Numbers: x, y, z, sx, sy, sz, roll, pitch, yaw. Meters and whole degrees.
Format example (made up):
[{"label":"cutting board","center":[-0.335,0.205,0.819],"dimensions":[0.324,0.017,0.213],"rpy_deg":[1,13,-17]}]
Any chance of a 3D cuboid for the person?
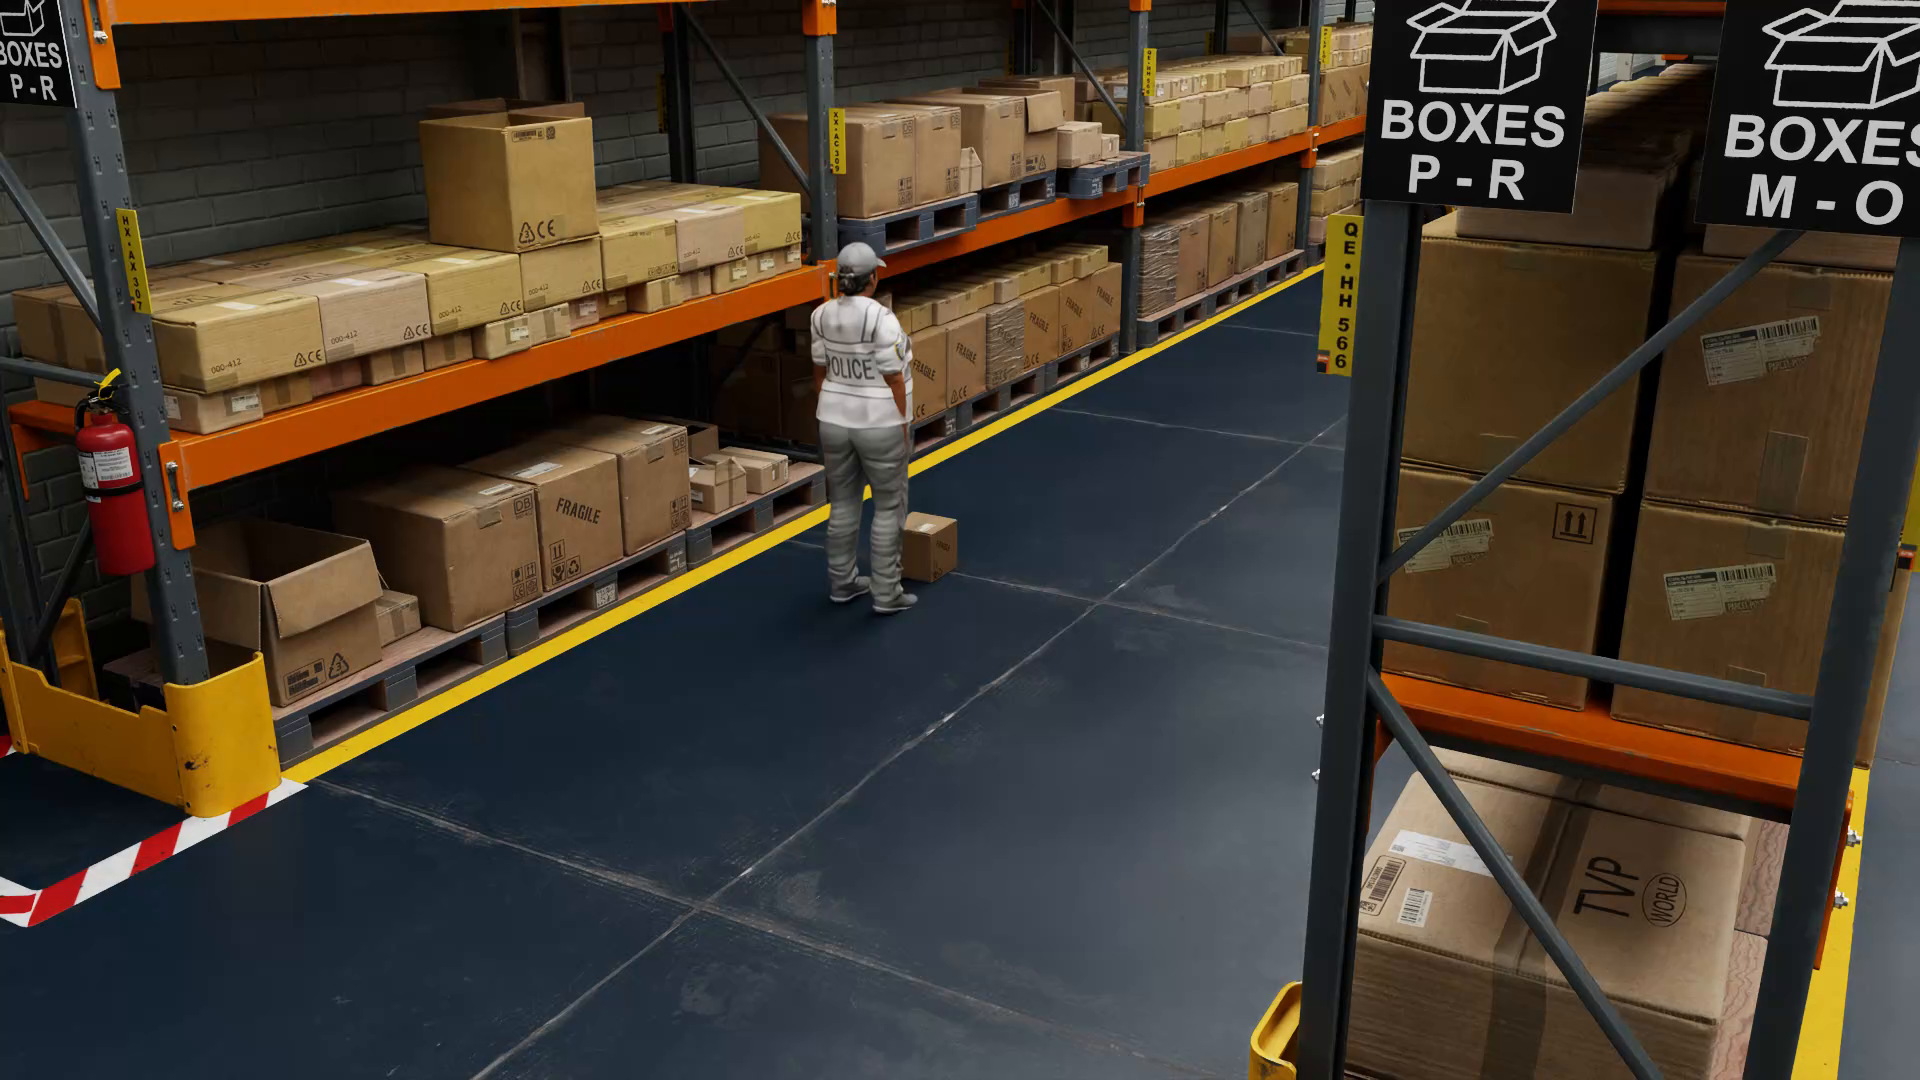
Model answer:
[{"label":"person","center":[-0.433,-0.490,7.472],"dimensions":[0.479,1.689,0.390],"rpy_deg":[11,22,29]}]
